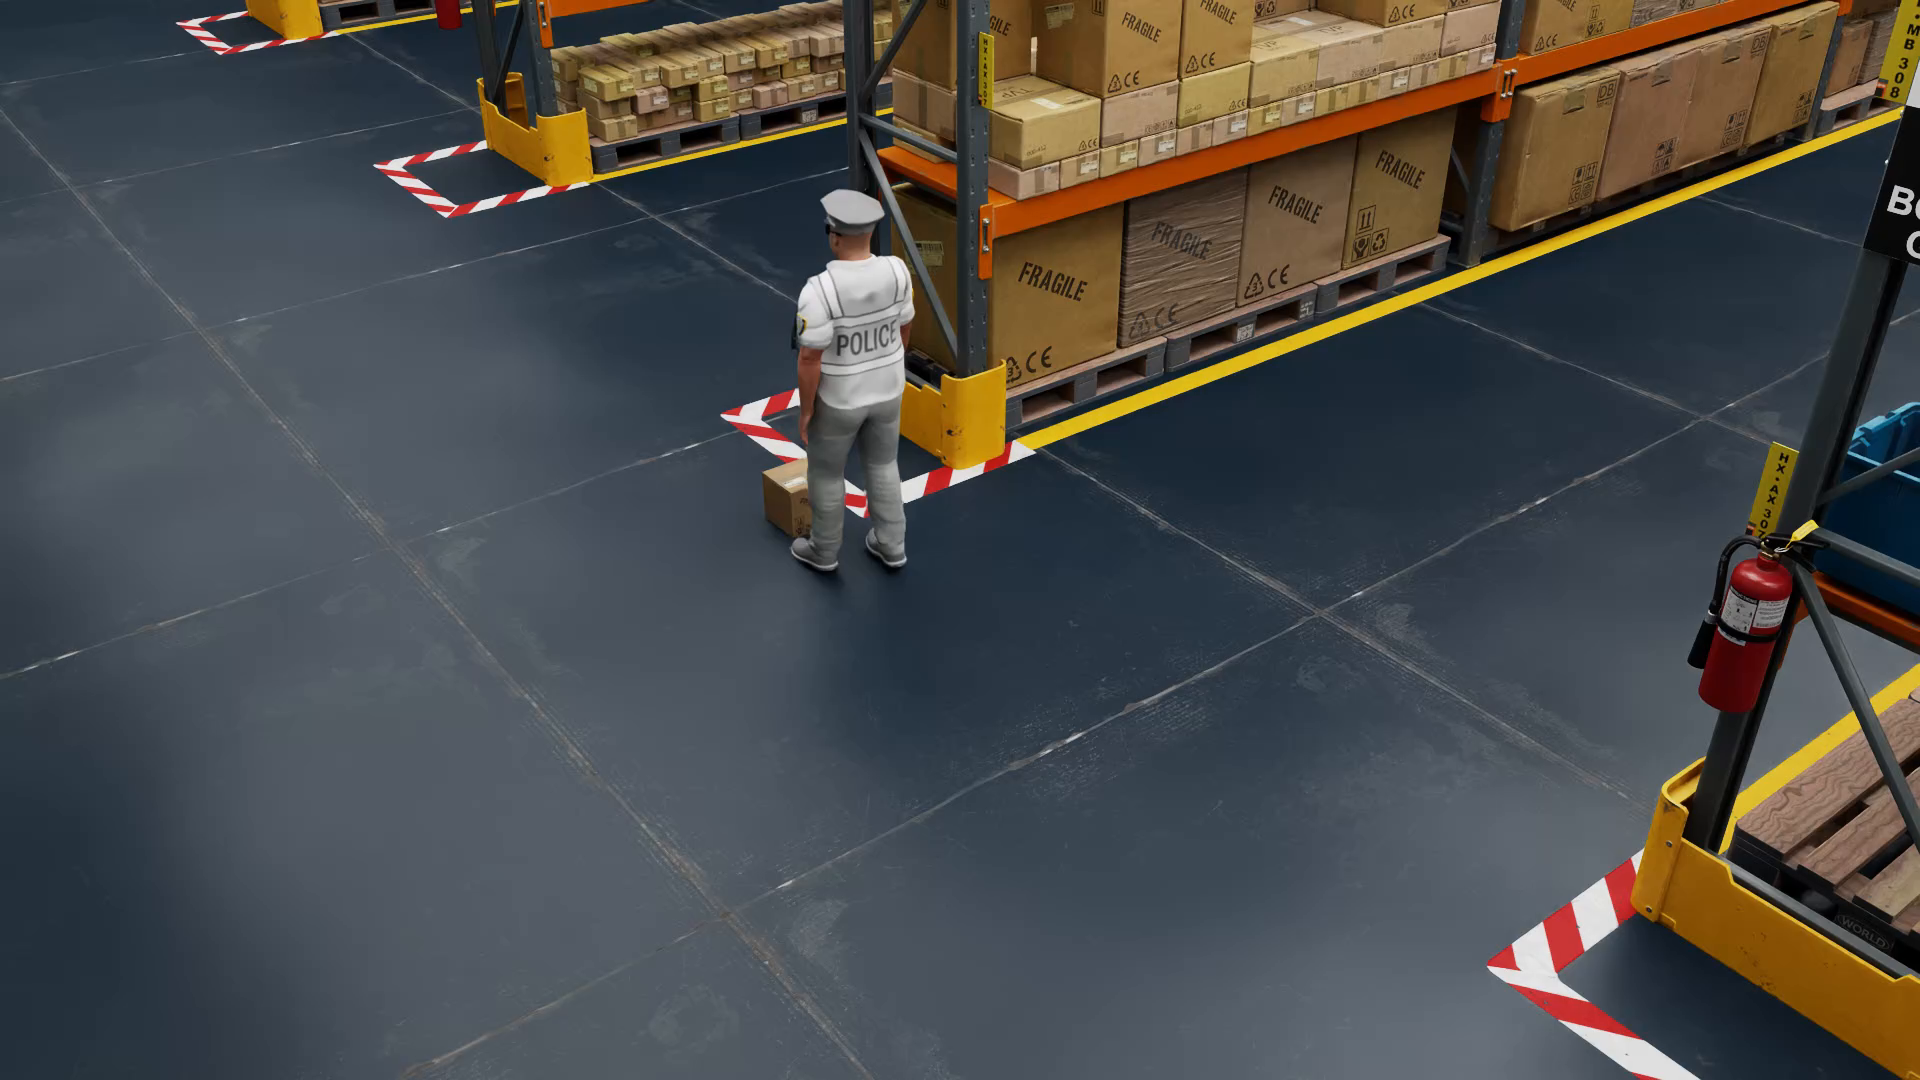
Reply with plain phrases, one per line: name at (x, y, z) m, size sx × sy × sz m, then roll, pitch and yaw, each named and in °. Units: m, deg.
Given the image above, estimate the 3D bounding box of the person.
person at (-0.488, -0.658, 7.168) m, size 0.575 × 1.780 × 0.505 m, roll -18°, pitch 36°, yaw -26°
